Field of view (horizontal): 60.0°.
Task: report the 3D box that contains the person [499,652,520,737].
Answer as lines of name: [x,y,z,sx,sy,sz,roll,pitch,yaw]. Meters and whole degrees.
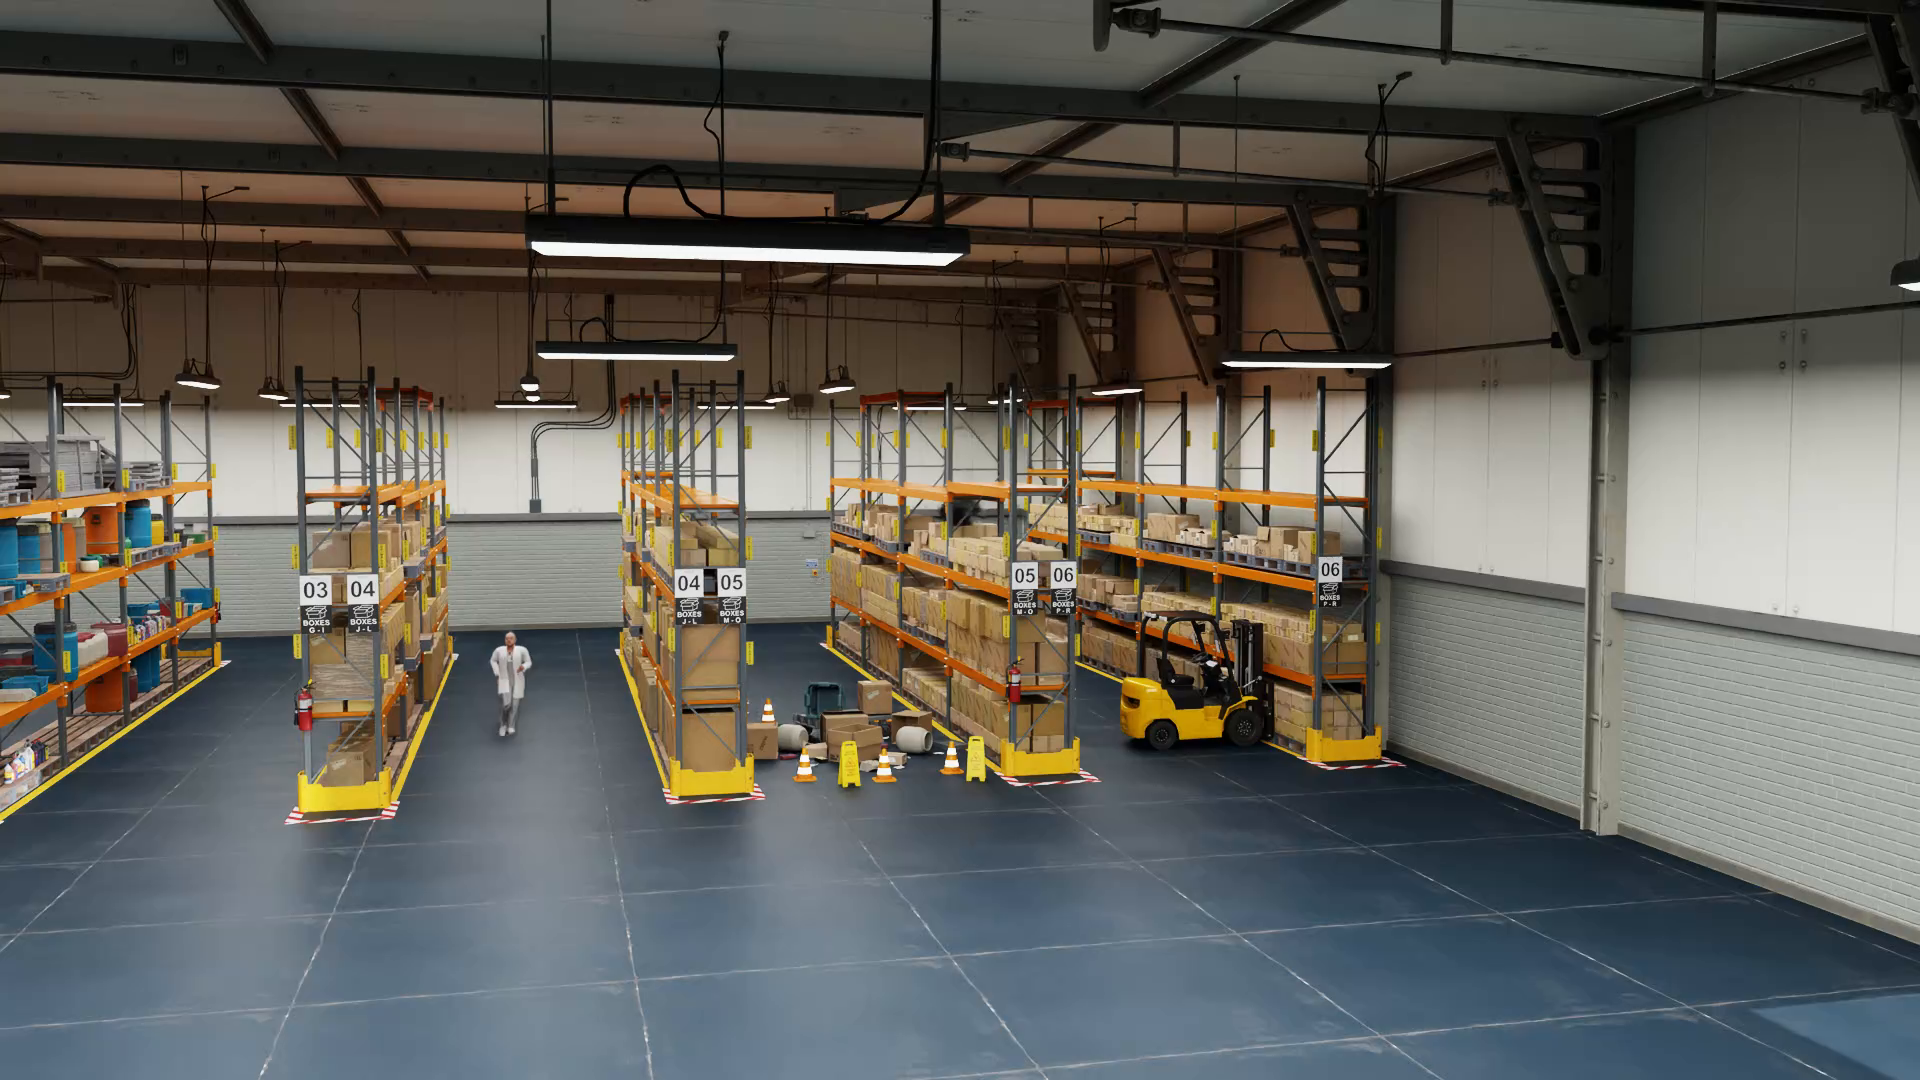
person: [-7.589,2.573,28.170,0.601,1.530,0.573,-1,4,-16]
